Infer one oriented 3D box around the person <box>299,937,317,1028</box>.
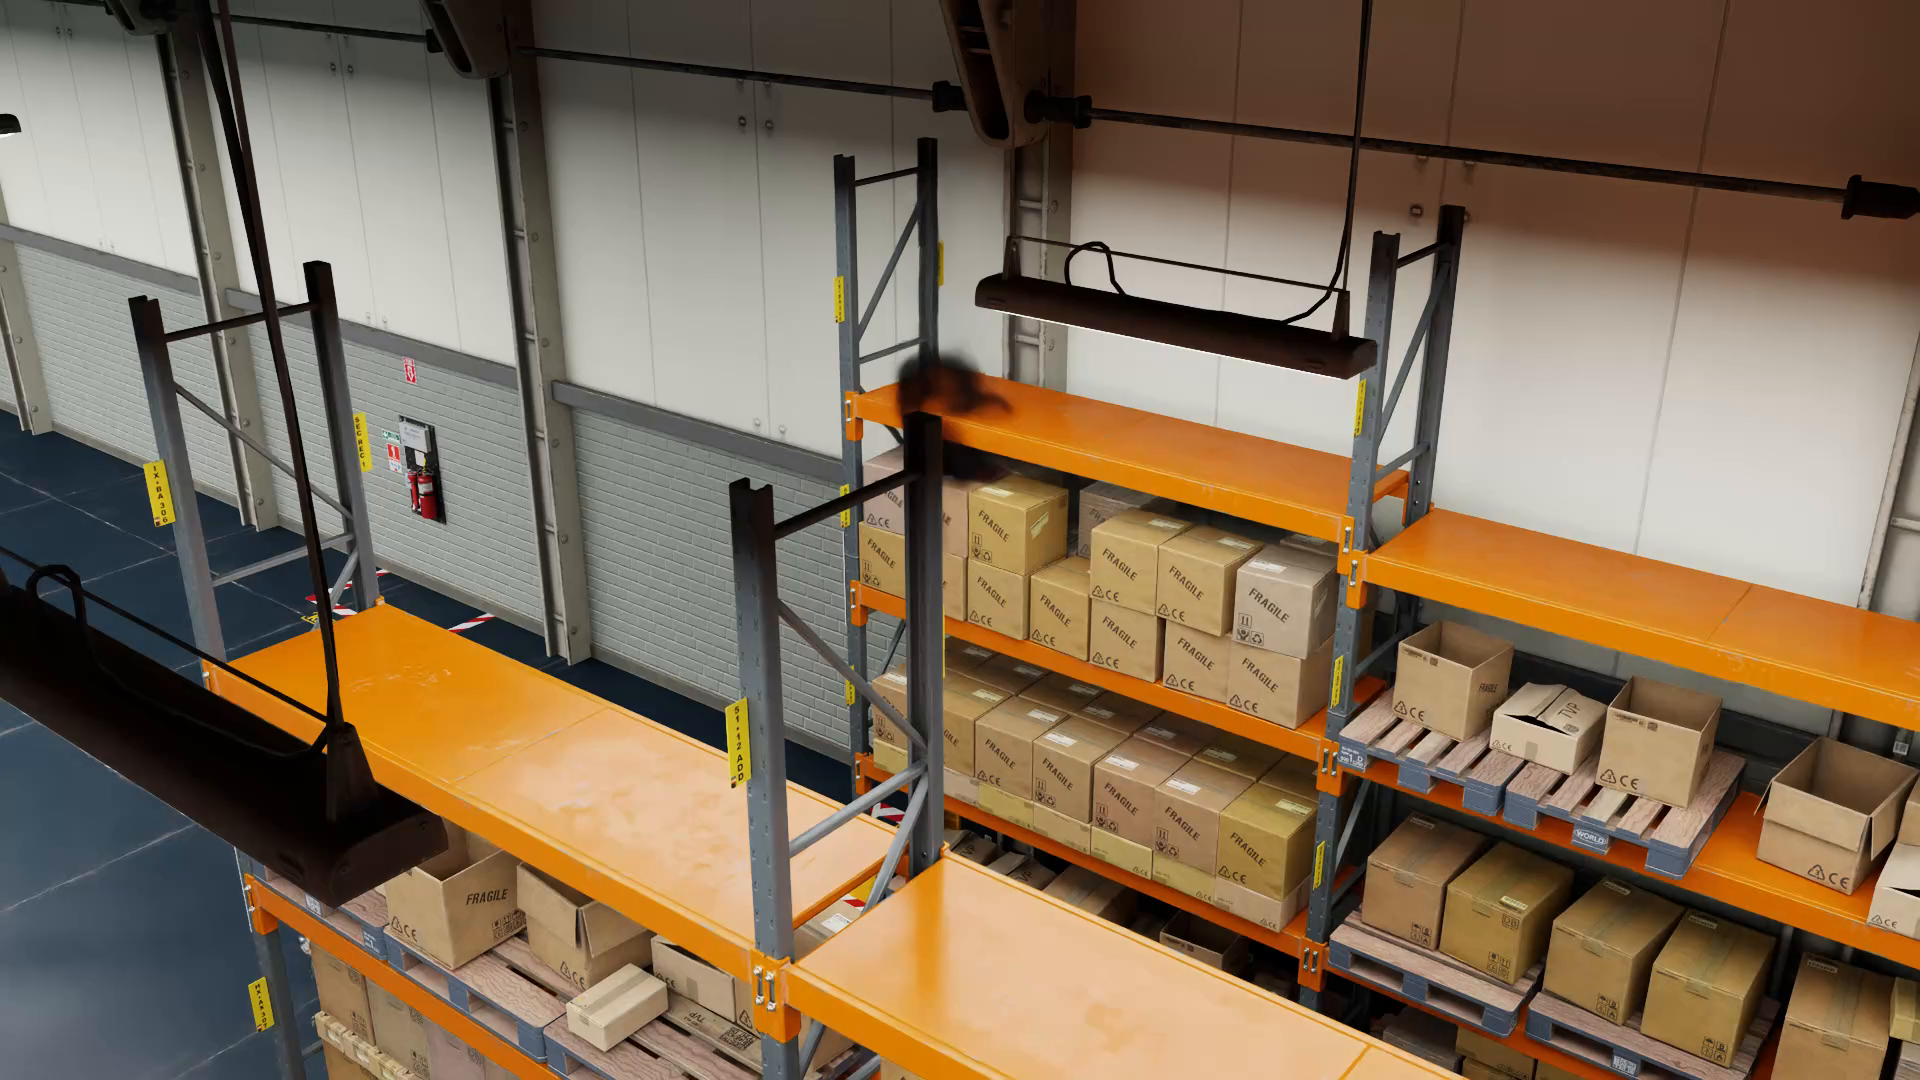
[{"bbox_3d":[-4.179,2.687,11.243,0.714,1.748,0.725,-3,23,-7],"label":"person"}]
